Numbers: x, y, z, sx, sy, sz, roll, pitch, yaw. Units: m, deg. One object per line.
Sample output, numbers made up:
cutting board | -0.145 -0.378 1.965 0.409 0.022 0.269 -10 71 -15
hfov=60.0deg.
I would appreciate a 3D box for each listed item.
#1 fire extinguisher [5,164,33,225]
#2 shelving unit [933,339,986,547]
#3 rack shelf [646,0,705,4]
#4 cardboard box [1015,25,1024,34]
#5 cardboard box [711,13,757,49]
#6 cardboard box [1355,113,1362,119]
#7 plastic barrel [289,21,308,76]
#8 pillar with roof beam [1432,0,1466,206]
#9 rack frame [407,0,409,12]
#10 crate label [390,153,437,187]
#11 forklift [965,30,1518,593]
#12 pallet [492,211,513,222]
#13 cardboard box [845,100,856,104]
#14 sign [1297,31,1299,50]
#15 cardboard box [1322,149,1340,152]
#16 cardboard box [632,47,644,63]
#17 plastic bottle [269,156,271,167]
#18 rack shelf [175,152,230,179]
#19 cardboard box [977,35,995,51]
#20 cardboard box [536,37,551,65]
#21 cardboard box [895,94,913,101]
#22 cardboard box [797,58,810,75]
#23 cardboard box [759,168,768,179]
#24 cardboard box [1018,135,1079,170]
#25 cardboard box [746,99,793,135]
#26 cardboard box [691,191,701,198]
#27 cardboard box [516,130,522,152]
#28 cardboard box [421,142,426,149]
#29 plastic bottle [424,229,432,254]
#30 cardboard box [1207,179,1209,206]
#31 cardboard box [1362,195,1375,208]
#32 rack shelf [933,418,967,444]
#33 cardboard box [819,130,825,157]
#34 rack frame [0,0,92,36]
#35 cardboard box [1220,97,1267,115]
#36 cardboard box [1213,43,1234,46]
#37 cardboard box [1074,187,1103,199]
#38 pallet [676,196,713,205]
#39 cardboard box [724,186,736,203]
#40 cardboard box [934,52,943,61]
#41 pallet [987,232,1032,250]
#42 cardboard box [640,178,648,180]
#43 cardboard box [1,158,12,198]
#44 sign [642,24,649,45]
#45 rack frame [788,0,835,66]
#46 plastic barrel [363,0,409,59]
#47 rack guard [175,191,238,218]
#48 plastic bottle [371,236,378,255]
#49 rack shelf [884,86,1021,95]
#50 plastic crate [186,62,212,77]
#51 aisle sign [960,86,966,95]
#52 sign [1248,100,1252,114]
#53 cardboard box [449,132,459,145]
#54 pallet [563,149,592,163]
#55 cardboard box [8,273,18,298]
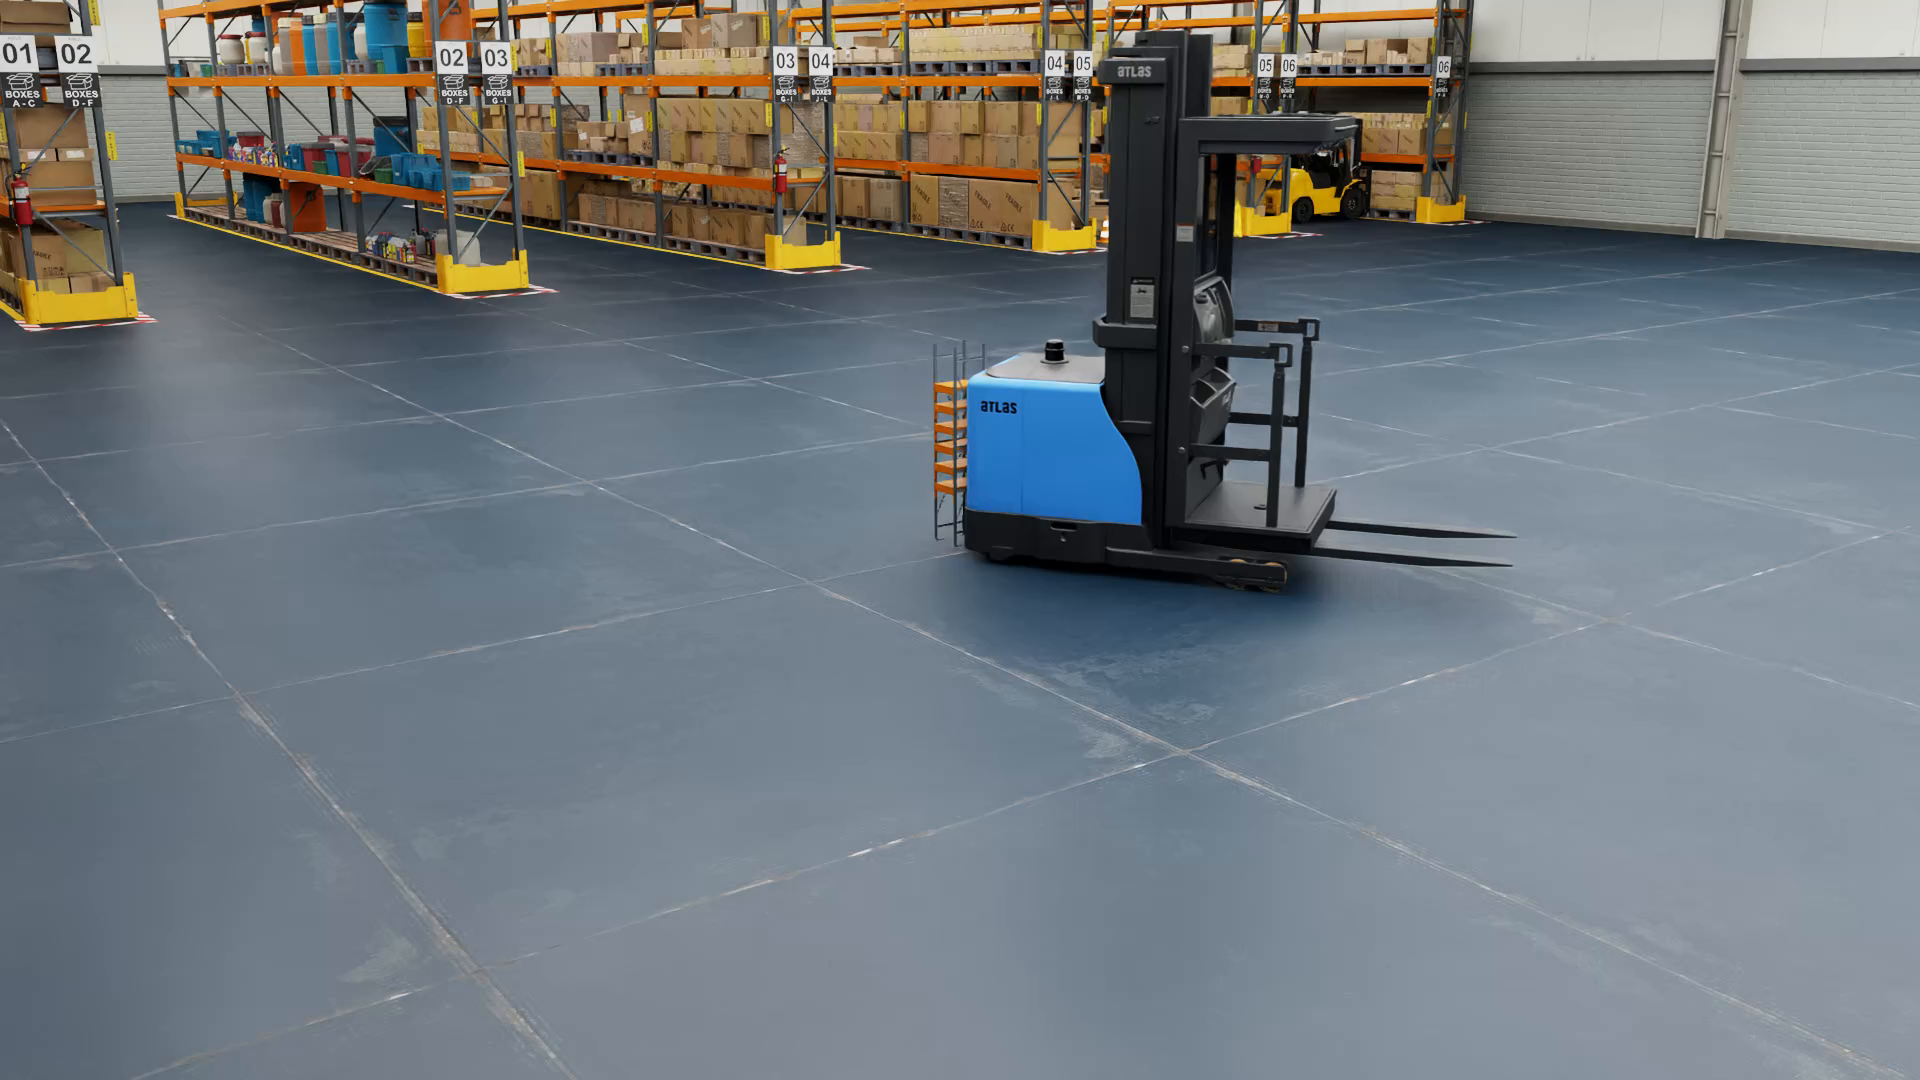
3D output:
fire extinguisher | -10.655 -3.919 18.861 0.296 0.674 0.183 -11 19 -35
shelving unit | -0.002 -0.577 9.910 0.258 1.200 0.189 -12 20 -38
rack shelf | -3.509 -8.563 25.685 1.077 0.370 4.000 -11 19 -35
cardboard box | 1.120 -8.373 27.284 0.380 0.149 0.250 -11 19 -34
cardboard box | -3.450 -7.762 25.372 0.500 0.500 0.500 -11 19 -35
cardboard box | 8.408 -8.775 34.474 0.380 0.149 0.250 -11 19 -34
plastic barrel | -10.352 -7.836 26.527 0.600 0.830 0.708 -11 19 -35
pillar with roof beam | 6.533 -10.414 31.080 9.100 9.000 0.400 -11 19 -35
rack frame | -11.741 -11.901 36.512 1.000 3.000 0.127 -11 19 -35
crate label | -7.641 -5.190 23.290 0.502 0.435 0.616 -11 19 -35
forklift | 1.600 -1.284 9.217 3.031 2.935 1.130 5 16 19
pallet | -8.875 -6.655 33.992 1.003 0.211 1.213 -11 19 -35
cardboard box | -2.473 -10.497 40.662 0.500 0.500 0.500 -11 19 -34
sign | 6.121 -9.082 30.238 0.100 0.325 0.005 -11 19 -35
cardboard box | 8.011 -8.451 35.081 0.500 0.500 0.500 -11 19 -35
cardboard box | -5.319 -8.215 28.185 0.396 0.266 0.258 -10 18 -33
plastic bottle | -11.873 -6.552 28.710 0.097 0.201 0.097 0 15 0
rack shelf | -14.571 -7.465 33.030 1.077 0.370 4.000 -11 19 -35
cardboard box | 0.636 -8.383 28.077 0.500 0.250 0.500 -11 19 -35
cardboard box | -7.454 -9.117 31.033 0.797 0.503 0.637 -10 18 -31
cardboard box | -1.349 -10.643 39.966 0.380 0.149 0.250 -11 19 -35
cardboard box | -2.408 -7.108 24.967 0.500 0.250 0.500 -10 18 -33
cardboard box | -2.815 -5.552 25.155 0.380 0.149 0.250 -11 19 -35
cardboard box | 1.483 -6.484 27.799 0.875 0.550 0.550 -11 19 -35
cardboard box | -2.857 -6.344 24.926 0.500 0.500 0.500 -11 19 -35
cardboard box | -5.824 -7.760 37.351 0.380 0.149 0.250 -11 19 -34
cardboard box | -8.423 -7.741 32.487 0.500 0.500 0.500 -10 18 -33
cardboard box | -11.647 -8.705 36.674 0.380 0.149 0.250 -11 19 -35
plastic bottle | -7.967 -4.477 24.936 0.144 0.351 0.185 -12 19 -37
cardboard box | 4.691 -6.609 31.532 0.500 0.500 0.500 -10 18 -33
cardboard box | 8.592 -7.044 34.543 0.500 0.250 0.500 -11 19 -34
rack shelf | -0.002 -0.650 9.890 0.258 0.103 0.180 -12 20 -38
cardboard box | -2.619 -7.850 32.885 0.500 0.500 0.500 -11 19 -35
rack frame | -10.349 -6.948 18.414 1.000 3.000 0.127 -11 19 -35
cardboard box | 5.206 -7.878 30.531 0.700 0.500 0.500 -11 19 -36
cardboard box | 5.819 -10.945 37.525 0.500 0.500 0.500 -10 18 -33
cardboard box | 2.595 -7.183 34.820 0.950 0.372 0.625 -10 18 -31
pallet | -5.741 -7.695 37.789 1.003 0.211 1.213 -11 19 -35
cardboard box | -4.785 -7.587 36.053 0.500 0.500 0.500 -10 18 -32
cardboard box | -0.228 -8.477 29.176 0.380 0.149 0.250 -11 19 -35
pallet | 1.205 -5.153 28.503 1.003 0.211 1.213 -11 19 -35
cardboard box | -7.332 -8.592 39.263 0.380 0.149 0.250 -11 19 -35
cardboard box | -11.525 -4.534 20.771 0.700 0.500 0.500 -10 18 -33
sign | -5.132 -8.244 27.108 0.100 0.325 0.005 -11 19 -35
rack frame | -2.966 -10.941 33.005 1.000 3.000 0.127 -11 19 -35
plastic barrel | -8.193 -7.338 23.778 0.600 0.901 0.708 -11 19 -35
rack guard | -15.772 -7.036 34.837 1.175 0.500 0.348 -11 19 -35
plastic bottle | -8.647 -4.374 24.701 0.152 0.276 0.135 -10 18 -33
rack shelf | -0.197 -10.364 37.942 1.077 0.370 4.000 -11 19 -35
plastic crate | -14.694 -9.107 32.211 0.437 0.282 0.530 -11 19 -35
aisle sign | 0.010 -12.540 45.286 0.394 0.787 0.004 -11 19 -35
sign | 5.222 -7.758 29.948 0.100 0.325 0.005 -11 19 -35
cardboard box | -10.468 -8.497 35.160 0.500 0.250 0.500 -10 18 -33
pallet | -6.532 -7.071 30.592 1.213 0.211 1.003 -11 19 -35
cardboard box | -11.207 -3.104 20.148 0.500 0.250 0.500 -11 19 -35
